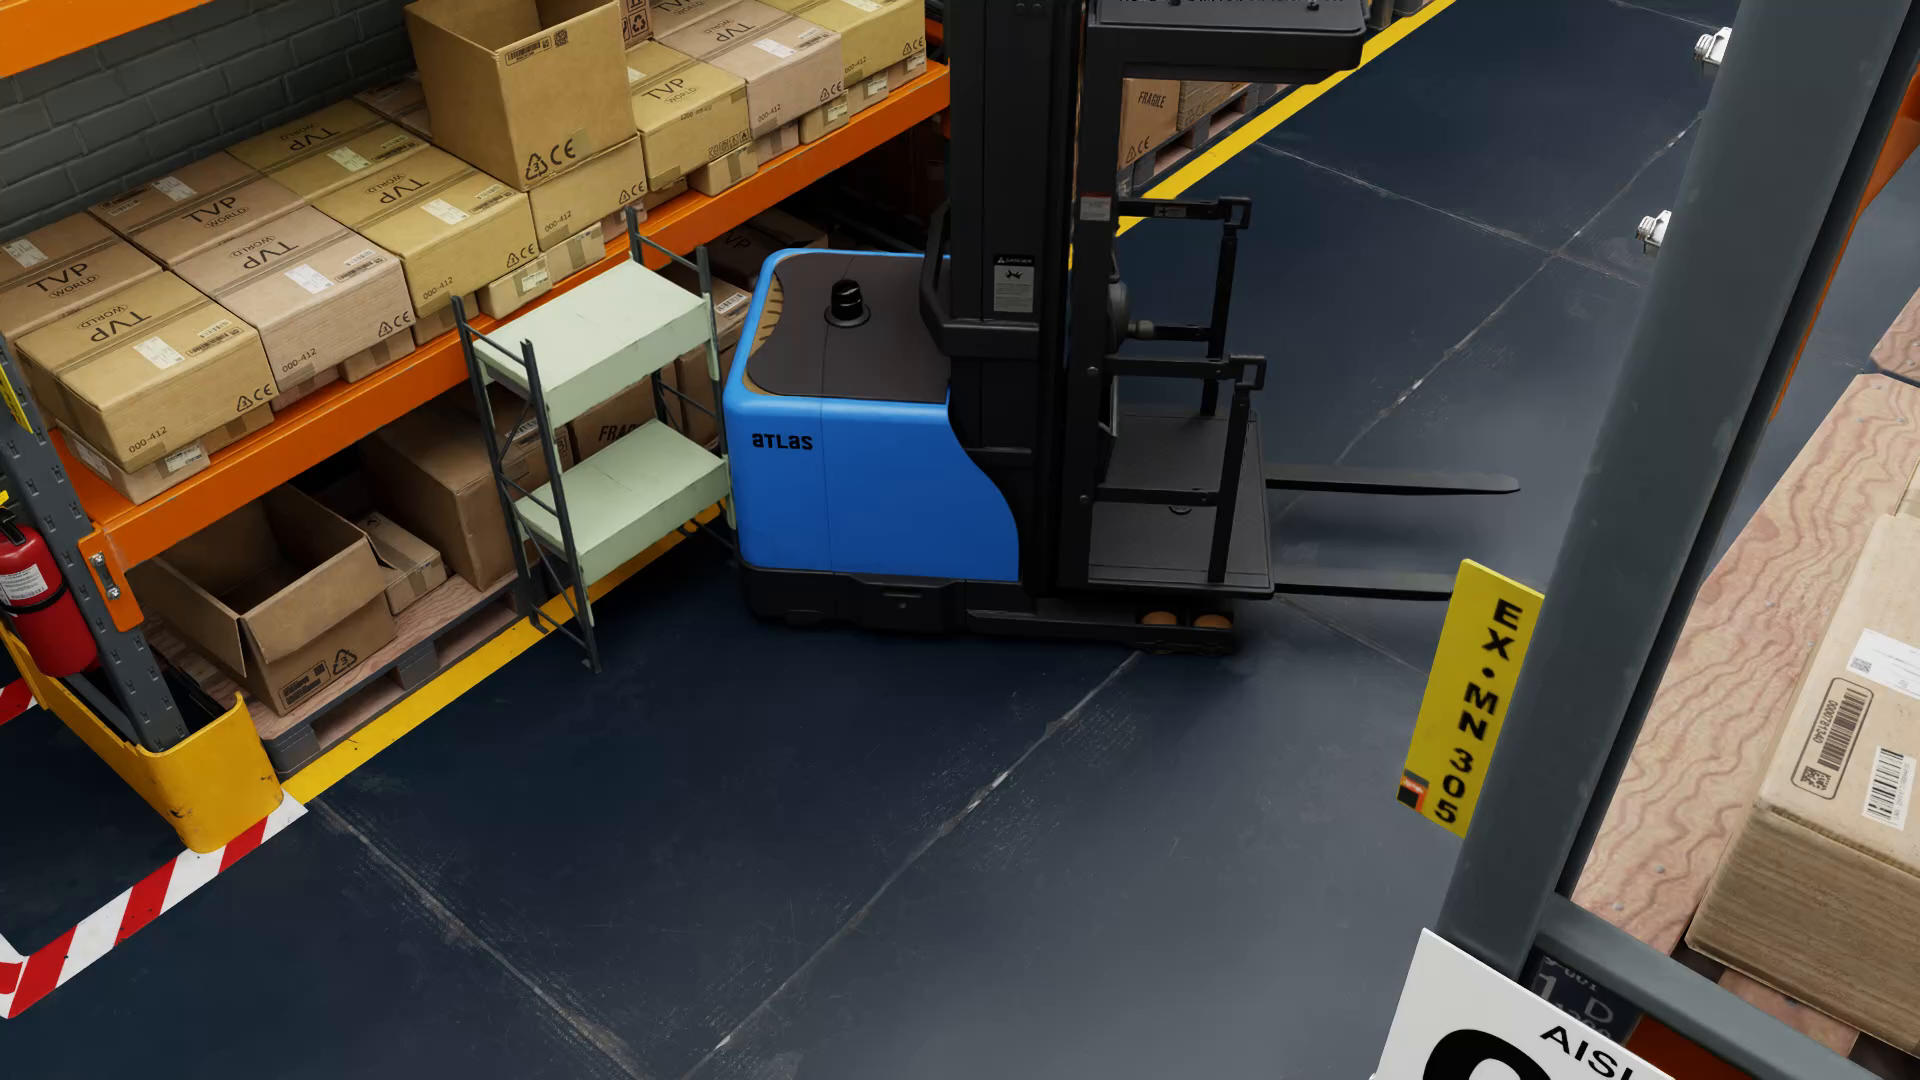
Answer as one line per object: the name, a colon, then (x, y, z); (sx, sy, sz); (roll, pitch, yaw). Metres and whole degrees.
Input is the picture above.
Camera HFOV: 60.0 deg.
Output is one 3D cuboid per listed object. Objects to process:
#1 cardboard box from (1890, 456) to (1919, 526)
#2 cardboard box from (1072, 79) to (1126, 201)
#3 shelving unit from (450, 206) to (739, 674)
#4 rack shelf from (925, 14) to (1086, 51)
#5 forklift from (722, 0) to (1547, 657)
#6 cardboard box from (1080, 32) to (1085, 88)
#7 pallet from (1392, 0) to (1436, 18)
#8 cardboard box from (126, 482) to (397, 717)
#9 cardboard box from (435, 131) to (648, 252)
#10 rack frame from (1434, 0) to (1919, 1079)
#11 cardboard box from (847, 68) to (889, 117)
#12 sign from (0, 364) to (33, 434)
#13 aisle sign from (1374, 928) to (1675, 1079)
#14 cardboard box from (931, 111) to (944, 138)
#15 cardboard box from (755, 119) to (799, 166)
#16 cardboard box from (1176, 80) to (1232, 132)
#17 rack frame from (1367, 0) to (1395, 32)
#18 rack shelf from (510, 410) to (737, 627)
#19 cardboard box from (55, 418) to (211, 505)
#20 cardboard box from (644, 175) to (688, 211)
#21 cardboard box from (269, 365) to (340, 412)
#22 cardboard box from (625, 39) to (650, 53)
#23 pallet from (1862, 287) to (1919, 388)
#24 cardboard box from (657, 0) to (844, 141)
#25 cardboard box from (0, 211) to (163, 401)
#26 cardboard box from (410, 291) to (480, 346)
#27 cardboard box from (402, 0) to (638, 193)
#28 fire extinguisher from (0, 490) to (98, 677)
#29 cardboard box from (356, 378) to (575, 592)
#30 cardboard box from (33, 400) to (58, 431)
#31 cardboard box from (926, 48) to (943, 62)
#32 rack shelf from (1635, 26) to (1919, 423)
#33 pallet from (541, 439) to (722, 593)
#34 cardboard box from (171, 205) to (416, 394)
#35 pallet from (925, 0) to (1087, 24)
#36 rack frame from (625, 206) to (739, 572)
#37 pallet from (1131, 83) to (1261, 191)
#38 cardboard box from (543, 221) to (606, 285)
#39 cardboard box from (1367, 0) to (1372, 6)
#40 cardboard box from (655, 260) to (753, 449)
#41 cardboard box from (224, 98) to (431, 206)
cardboard box: (1.307, 0.078, 2.006); (0.380, 0.149, 0.250); (26, 48, 26)
cardboard box: (0.469, -2.059, 8.331); (0.500, 0.500, 0.500); (29, 50, 28)
shelving unit: (-1.253, -0.333, 6.001); (0.431, 1.500, 0.755); (31, 51, 29)
rack shelf: (0.938, -3.162, 8.533); (1.077, 0.370, 4.000); (29, 50, 28)
forklift: (0.707, -1.018, 5.691); (3.031, 2.935, 1.130); (3, 42, 3)
cardboard box: (0.527, -2.399, 8.223); (0.380, 0.149, 0.250); (29, 50, 28)
pallet: (2.785, -3.834, 10.809); (1.003, 0.211, 1.213); (29, 50, 28)
cardboard box: (-2.457, 0.155, 5.893); (0.797, 0.503, 0.637); (28, 49, 27)
cardboard box: (-1.465, -1.305, 5.846); (0.500, 0.250, 0.500); (28, 49, 27)
rack frame: (0.878, -0.412, 0.514); (1.000, 3.000, 0.127); (29, 50, 28)
cardboard box: (-0.512, -1.889, 6.784); (0.380, 0.149, 0.250); (31, 51, 29)
sign: (-2.508, -0.425, 4.344); (0.100, 0.325, 0.005); (29, 50, 28)
aisle sign: (0.594, 0.749, 1.764); (0.394, 0.787, 0.004); (29, 50, 28)
cardboard box: (0.085, -1.939, 7.716); (0.380, 0.149, 0.250); (32, 51, 30)
cardboard box: (-0.850, -1.621, 6.490); (0.380, 0.149, 0.250); (31, 51, 29)
cardboard box: (1.132, -2.579, 8.902); (0.500, 0.500, 0.500); (28, 49, 27)
rack frame: (2.225, -4.458, 9.424); (1.000, 3.000, 0.127); (29, 50, 28)
rack shelf: (-1.253, -0.091, 6.220); (0.431, 0.370, 0.720); (31, 51, 29)
cardboard box: (-2.502, -0.297, 5.033); (0.380, 0.149, 0.250); (29, 50, 28)
cardboard box: (-1.245, -1.393, 6.239); (0.380, 0.149, 0.250); (30, 50, 29)
cardboard box: (-2.231, -0.598, 5.365); (0.380, 0.149, 0.250); (29, 50, 28)
cardboard box: (-1.526, -1.789, 6.378); (0.500, 0.250, 0.500); (31, 50, 29)
pallet: (2.132, -0.287, 2.672); (1.003, 0.211, 1.213); (29, 50, 28)
cardboard box: (-0.801, -1.821, 6.414); (0.500, 0.250, 0.500); (30, 50, 29)
cardboard box: (-2.831, -0.745, 5.231); (0.500, 0.250, 0.500); (31, 51, 30)
cardboard box: (-1.855, -0.841, 5.632); (0.380, 0.149, 0.250); (30, 50, 29)
cardboard box: (-1.460, -1.561, 5.570); (0.500, 0.500, 0.500); (31, 51, 29)
fire extinguisher: (-2.665, 0.103, 4.741); (0.296, 0.674, 0.183); (29, 50, 28)
cardboard box: (-1.878, -0.267, 6.360); (0.700, 0.500, 0.500); (32, 51, 30)
cardboard box: (-2.916, -0.533, 5.293); (0.380, 0.149, 0.250); (29, 50, 28)
cardboard box: (-0.168, -2.322, 8.137); (0.380, 0.149, 0.250); (30, 50, 28)
rack shelf: (2.165, -1.027, 2.023); (1.077, 0.370, 4.000); (29, 50, 28)
pallet: (-1.577, -0.383, 7.014); (1.003, 0.211, 1.213); (29, 50, 28)
cardboard box: (-2.101, -0.770, 5.258); (0.500, 0.250, 0.500); (30, 50, 29)
pallet: (0.248, -2.692, 7.624); (1.003, 0.211, 1.213); (29, 50, 28)
rack frame: (-1.011, -0.517, 6.204); (0.400, 1.500, 0.023); (31, 51, 29)
pallet: (0.930, -2.433, 9.269); (1.003, 0.211, 1.213); (29, 50, 28)
cardboard box: (-1.481, -1.083, 5.898); (0.380, 0.149, 0.250); (31, 50, 29)
cardboard box: (2.117, -3.378, 9.782); (0.500, 0.500, 0.500); (31, 51, 30)
cardboard box: (-1.209, -0.801, 6.948); (0.700, 0.500, 0.500); (28, 49, 27)
cardboard box: (-2.176, -1.263, 5.800); (0.500, 0.250, 0.500); (31, 51, 30)
